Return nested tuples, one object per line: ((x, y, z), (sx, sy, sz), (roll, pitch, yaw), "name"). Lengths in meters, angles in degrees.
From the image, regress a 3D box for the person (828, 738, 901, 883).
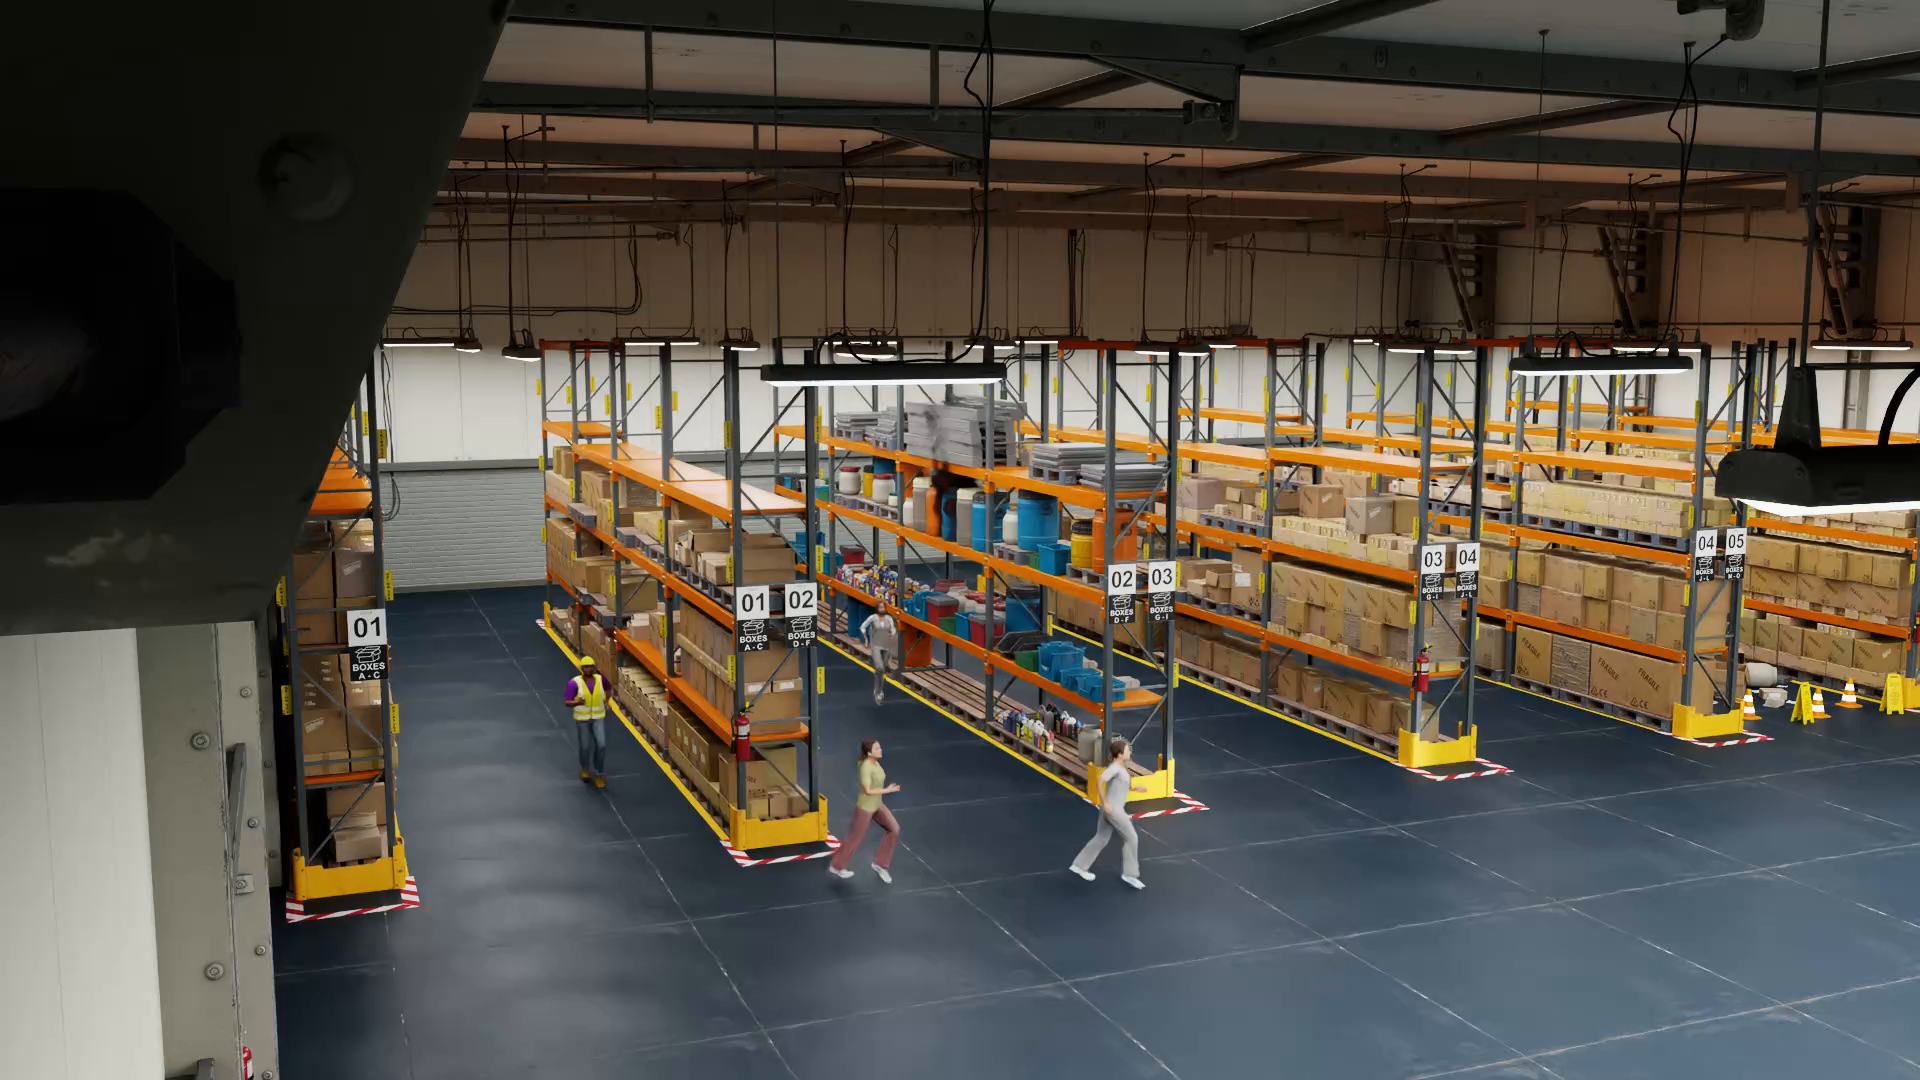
((-1.061, 3.062, 18.872), (0.849, 1.692, 0.582), (2, 8, 16), "person")

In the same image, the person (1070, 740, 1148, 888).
((1.685, 3.089, 18.741), (0.880, 1.709, 0.494), (0, 7, -1), "person")

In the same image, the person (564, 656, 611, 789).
((-5.082, 2.496, 22.841), (0.674, 1.825, 0.717), (-3, 8, -21), "person")

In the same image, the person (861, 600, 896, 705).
((-1.275, 1.797, 26.685), (0.504, 1.672, 0.673), (-3, 8, -25), "person")
